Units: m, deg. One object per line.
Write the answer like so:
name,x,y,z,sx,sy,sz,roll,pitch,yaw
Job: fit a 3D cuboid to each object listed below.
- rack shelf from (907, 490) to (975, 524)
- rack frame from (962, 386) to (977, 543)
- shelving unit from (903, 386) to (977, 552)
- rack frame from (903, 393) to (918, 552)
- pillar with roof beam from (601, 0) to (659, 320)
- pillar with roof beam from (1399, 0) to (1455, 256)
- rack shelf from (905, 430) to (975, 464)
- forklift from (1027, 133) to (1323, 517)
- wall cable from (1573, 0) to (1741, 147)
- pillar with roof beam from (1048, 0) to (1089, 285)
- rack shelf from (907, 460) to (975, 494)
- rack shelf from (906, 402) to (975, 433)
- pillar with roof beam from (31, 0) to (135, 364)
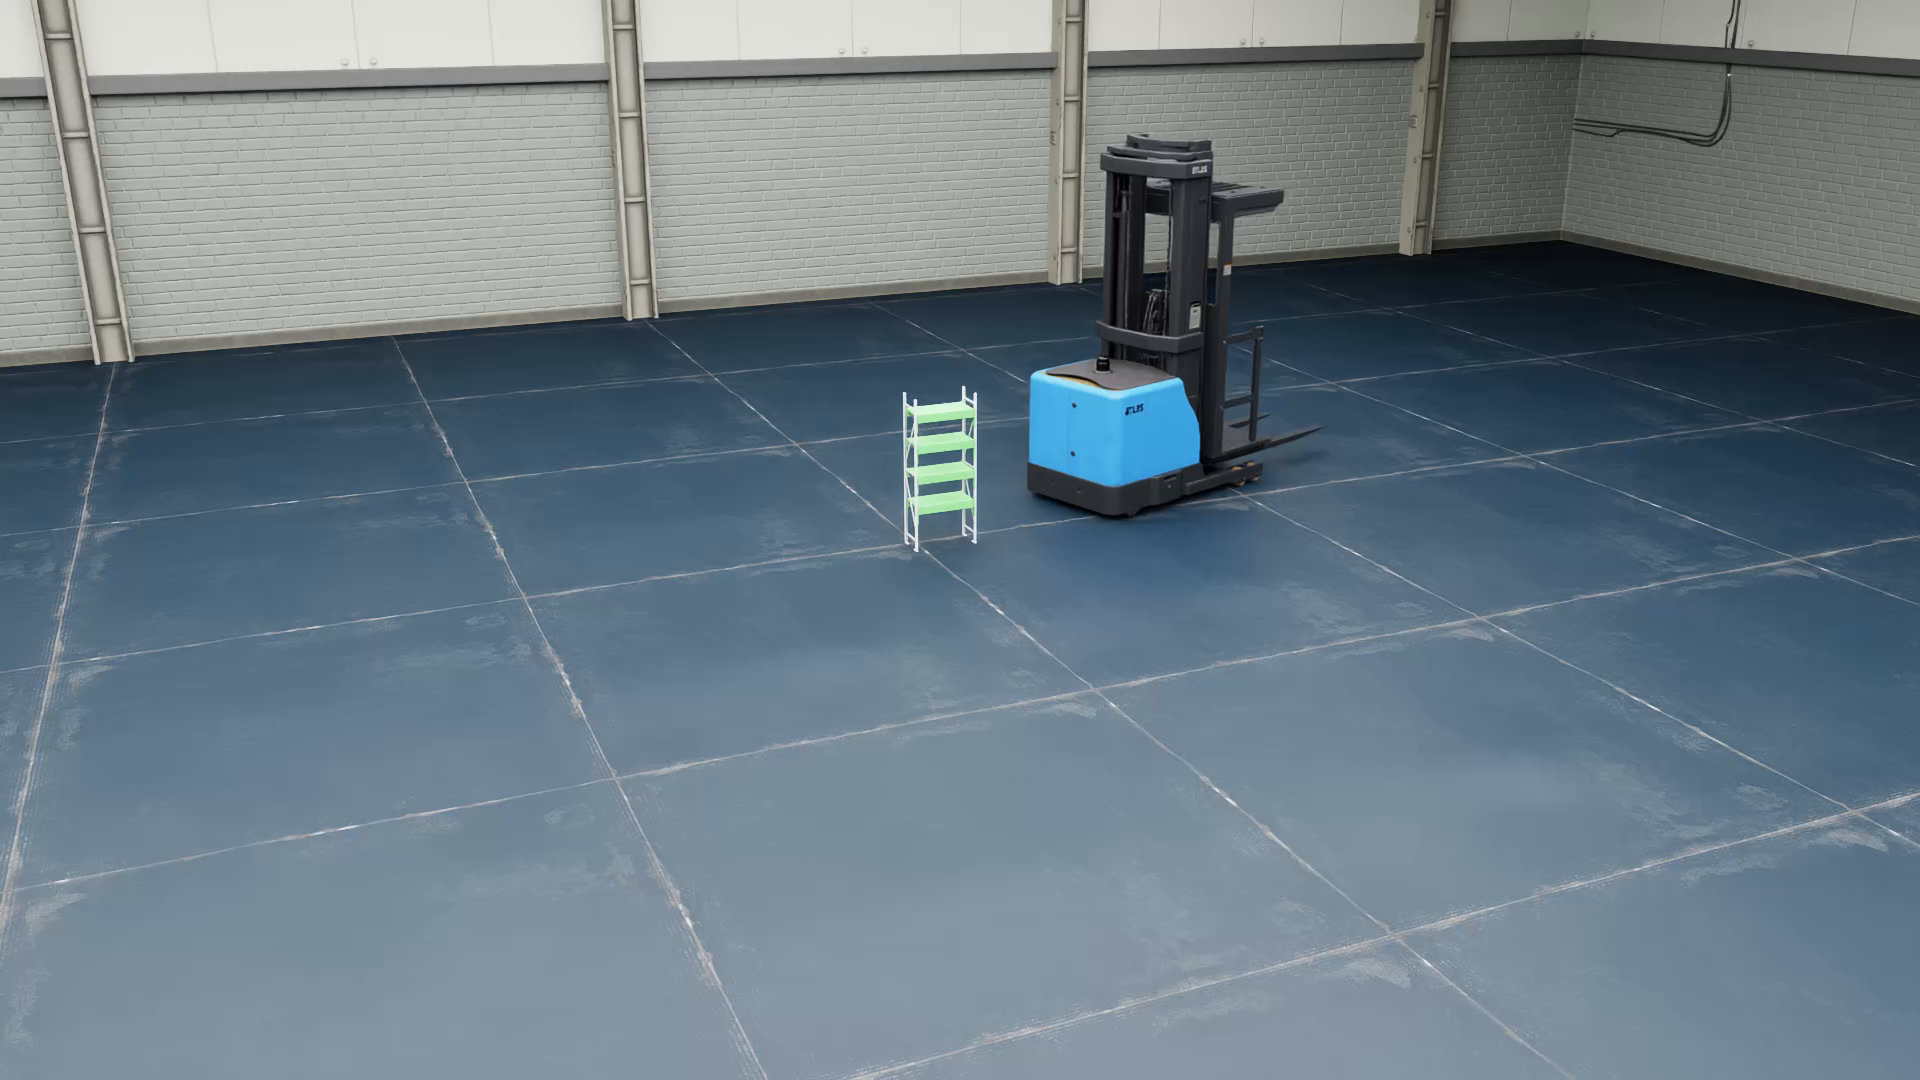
rack shelf,-0.152,-0.258,12.862,0.480,0.148,0.258,-8,21,-22
rack frame,0.072,-0.576,12.852,0.015,1.200,0.240,-8,21,-22
shelving unit,-0.152,-0.544,12.761,0.503,1.200,0.258,-8,21,-22
rack frame,-0.376,-0.512,12.670,0.015,1.200,0.240,-8,21,-22
pillar with roof beam,-2.337,-5.756,15.819,0.400,9.000,9.100,-8,21,-22
pillar with roof beam,8.682,-7.334,20.303,0.400,9.000,9.100,-8,21,-22
rack shelf,-0.152,-0.710,12.702,0.480,0.148,0.258,-8,21,-22
forklift,1.998,-1.963,14.185,3.031,2.935,1.130,-17,25,-39
wall cable,10.205,-7.167,24.502,0.112,2.526,3.097,-8,21,-22
pillar with roof beam,3.172,-6.545,18.061,0.400,9.000,9.100,-8,21,-22
rack shelf,-0.152,-0.484,12.782,0.480,0.148,0.258,-8,21,-22
rack shelf,-0.152,-0.937,12.623,0.480,0.148,0.258,-8,21,-22
pillar with roof beam,-7.846,-4.966,13.578,0.400,9.000,9.100,-8,21,-22
